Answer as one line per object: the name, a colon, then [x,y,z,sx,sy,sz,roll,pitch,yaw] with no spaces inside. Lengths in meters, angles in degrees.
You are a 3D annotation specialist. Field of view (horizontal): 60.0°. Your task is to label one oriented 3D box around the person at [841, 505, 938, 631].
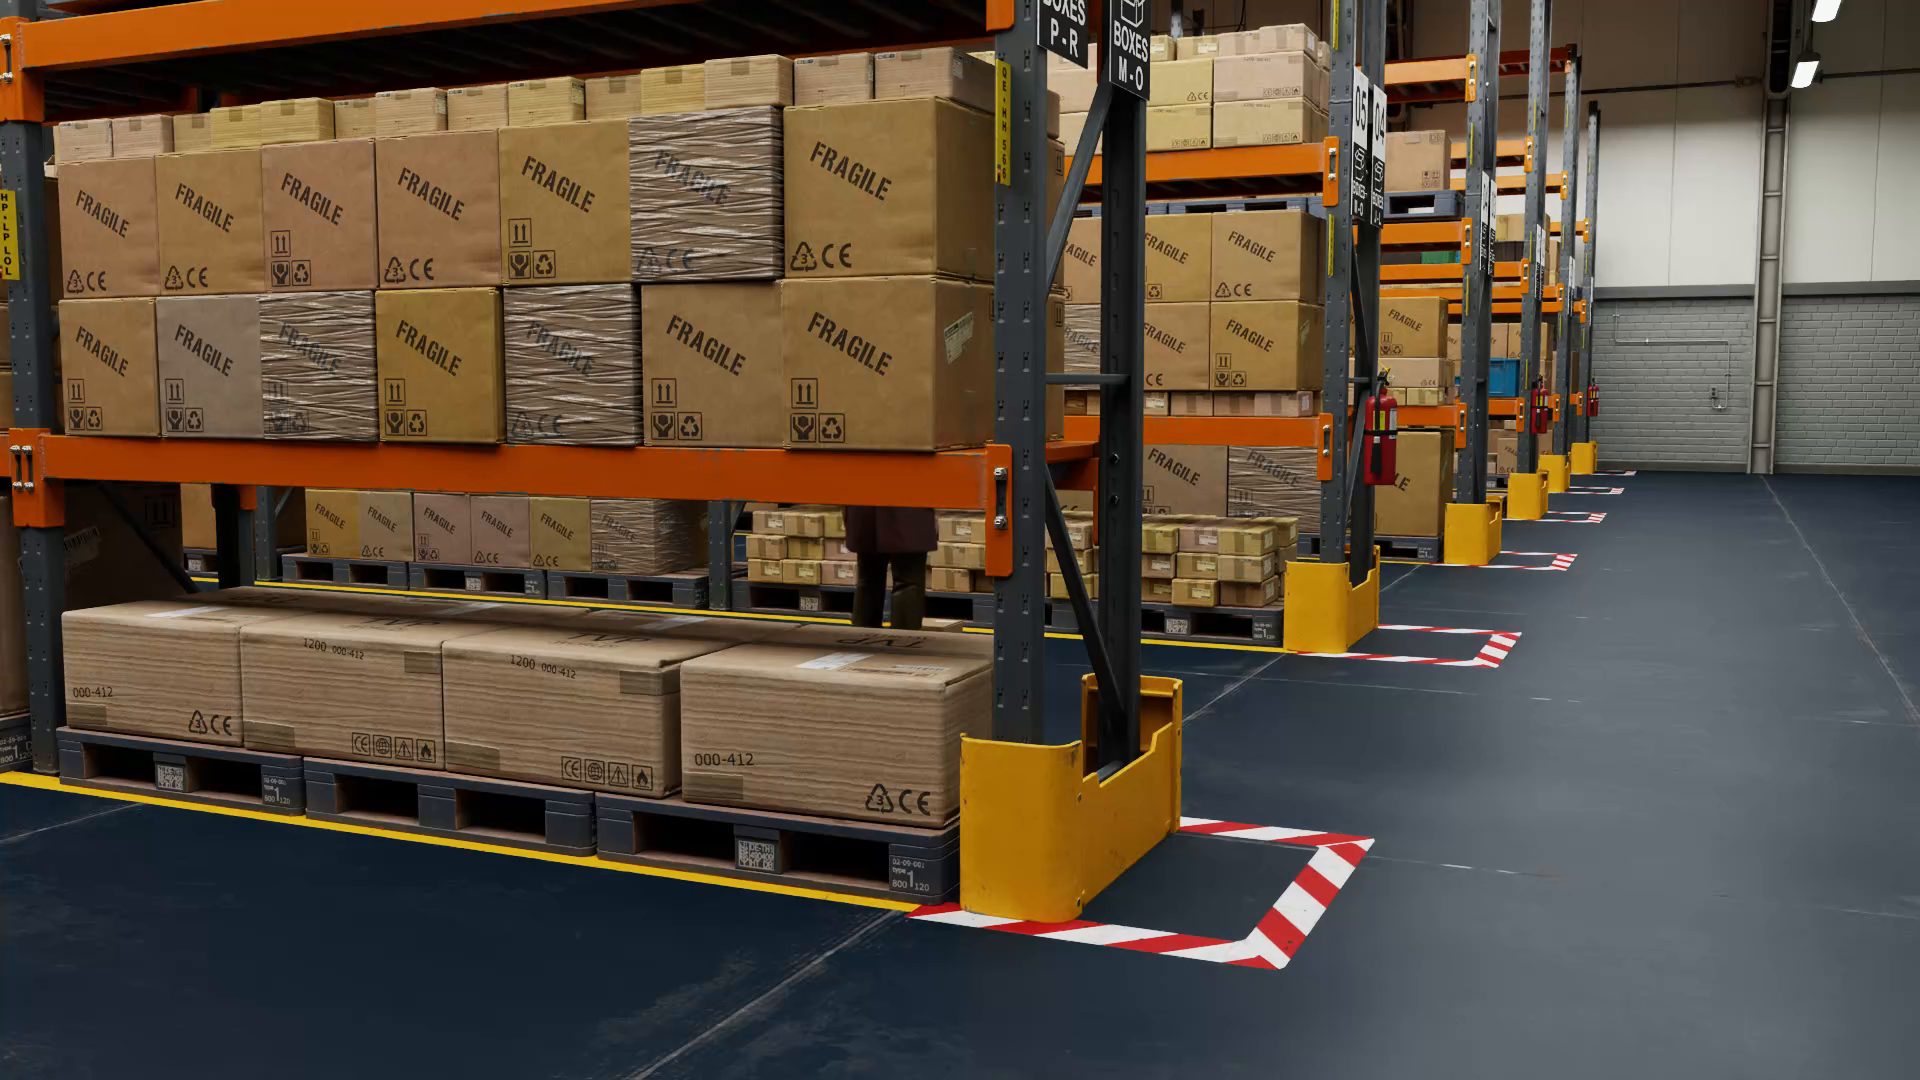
person: [-0.358,-0.163,8.213,0.562,1.777,0.436,3,6,25]
